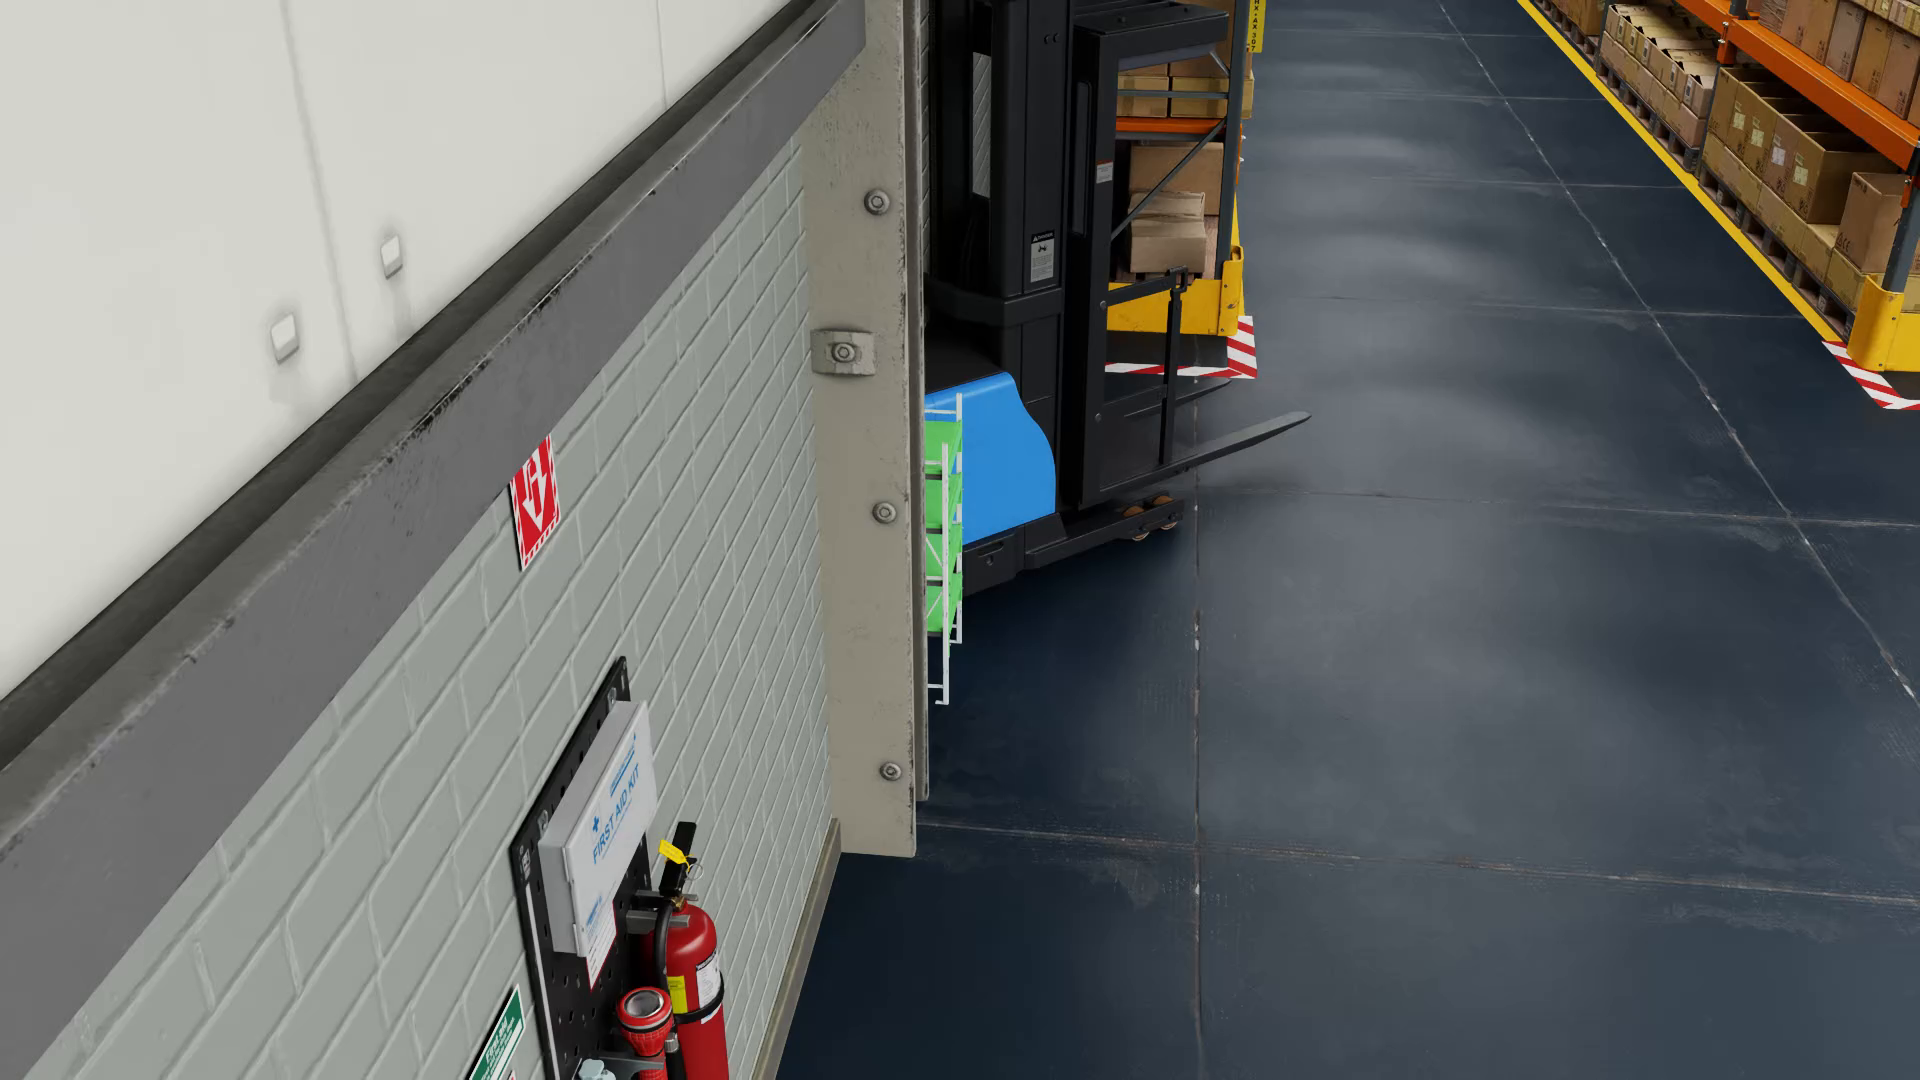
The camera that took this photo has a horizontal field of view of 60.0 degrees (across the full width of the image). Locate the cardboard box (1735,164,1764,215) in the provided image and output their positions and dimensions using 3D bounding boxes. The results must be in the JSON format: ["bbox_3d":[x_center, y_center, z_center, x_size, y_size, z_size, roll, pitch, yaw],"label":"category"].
[{"bbox_3d":[6.127,-2.605,12.379,0.500,0.250,0.500,3,28,6],"label":"cardboard box"}]

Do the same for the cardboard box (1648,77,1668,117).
[{"bbox_3d":[6.507,-3.966,14.906,0.500,0.250,0.500,4,29,7],"label":"cardboard box"}]

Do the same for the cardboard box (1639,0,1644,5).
[{"bbox_3d":[7.506,-5.722,17.880,0.500,0.500,0.500,2,28,4],"label":"cardboard box"}]

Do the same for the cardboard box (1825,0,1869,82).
[{"bbox_3d":[6.384,-3.410,11.312,0.700,0.500,0.500,4,29,8],"label":"cardboard box"}]

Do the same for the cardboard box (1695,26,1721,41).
[{"bbox_3d":[7.166,-4.662,15.606,0.500,0.311,0.500,3,28,6],"label":"cardboard box"}]

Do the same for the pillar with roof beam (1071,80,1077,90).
[{"bbox_3d":[5.446,-8.299,14.168,9.100,9.000,0.400,3,28,6],"label":"pillar with roof beam"}]

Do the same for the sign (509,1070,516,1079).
[{"bbox_3d":[-0.808,1.140,2.934,0.001,0.329,0.234,3,28,6],"label":"sign"}]

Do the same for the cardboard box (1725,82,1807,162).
[{"bbox_3d":[6.197,-3.170,12.637,0.500,0.500,0.500,3,28,6],"label":"cardboard box"}]

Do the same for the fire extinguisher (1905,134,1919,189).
[{"bbox_3d":[5.652,-2.356,9.542,0.296,0.674,0.183,3,28,6],"label":"fire extinguisher"}]

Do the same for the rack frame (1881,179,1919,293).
[{"bbox_3d":[6.127,-2.418,9.576,1.000,3.000,0.127,3,28,6],"label":"rack frame"}]

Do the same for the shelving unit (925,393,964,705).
[{"bbox_3d":[-0.140,0.037,6.917,0.258,1.200,0.503,3,28,6],"label":"shelving unit"}]

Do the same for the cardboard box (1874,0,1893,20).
[{"bbox_3d":[6.112,-3.424,10.655,0.380,0.149,0.250,4,29,8],"label":"cardboard box"}]

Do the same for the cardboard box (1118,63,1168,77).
[{"bbox_3d":[1.057,-3.212,10.395,0.500,0.500,0.500,3,28,6],"label":"cardboard box"}]

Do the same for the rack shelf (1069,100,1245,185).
[{"bbox_3d":[1.456,-3.329,12.026,1.077,0.370,4.000,3,28,6],"label":"rack shelf"}]

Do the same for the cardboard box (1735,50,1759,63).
[{"bbox_3d":[7.044,-4.182,14.714,0.500,0.311,0.500,2,28,5],"label":"cardboard box"}]

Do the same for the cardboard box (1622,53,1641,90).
[{"bbox_3d":[6.634,-4.447,15.799,0.500,0.250,0.500,3,28,5],"label":"cardboard box"}]

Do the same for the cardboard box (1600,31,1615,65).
[{"bbox_3d":[6.752,-4.929,16.693,0.500,0.250,0.500,3,28,6],"label":"cardboard box"}]

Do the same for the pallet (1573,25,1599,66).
[{"bbox_3d":[7.237,-5.306,17.876,1.003,0.211,1.213,3,28,6],"label":"pallet"}]

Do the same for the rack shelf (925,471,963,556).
[{"bbox_3d":[-0.140,-0.118,6.833,0.258,0.148,0.480,3,28,6],"label":"rack shelf"}]

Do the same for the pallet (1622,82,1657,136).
[{"bbox_3d":[6.816,-3.999,15.450,1.003,0.211,1.213,3,28,6],"label":"pallet"}]

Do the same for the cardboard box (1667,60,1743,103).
[{"bbox_3d":[6.440,-3.975,14.331,0.500,0.311,0.500,4,29,8],"label":"cardboard box"}]

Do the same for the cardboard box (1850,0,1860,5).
[{"bbox_3d":[6.173,-3.669,11.109,0.380,0.149,0.250,3,28,5],"label":"cardboard box"}]

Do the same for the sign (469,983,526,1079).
[{"bbox_3d":[-0.799,0.905,2.812,0.001,0.109,0.331,3,28,6],"label":"sign"}]

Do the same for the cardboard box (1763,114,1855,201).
[{"bbox_3d":[6.068,-2.699,11.764,0.500,0.500,0.500,3,28,6],"label":"cardboard box"}]

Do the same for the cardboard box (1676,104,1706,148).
[{"bbox_3d":[6.381,-3.488,14.017,0.500,0.250,0.500,3,28,6],"label":"cardboard box"}]

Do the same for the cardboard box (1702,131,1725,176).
[{"bbox_3d":[6.260,-3.075,13.251,0.500,0.250,0.500,3,28,6],"label":"cardboard box"}]

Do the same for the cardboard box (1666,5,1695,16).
[{"bbox_3d":[7.288,-5.144,16.502,0.500,0.311,0.500,4,29,8],"label":"cardboard box"}]

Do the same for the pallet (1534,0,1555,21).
[{"bbox_3d":[7.536,-6.454,20.008,1.003,0.211,1.213,3,28,6],"label":"pallet"}]

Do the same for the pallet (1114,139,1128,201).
[{"bbox_3d":[1.654,-3.042,13.673,1.003,0.211,1.213,3,28,6],"label":"pallet"}]

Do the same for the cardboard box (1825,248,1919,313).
[{"bbox_3d":[5.900,-1.662,10.629,0.500,0.250,0.500,3,28,6],"label":"cardboard box"}]

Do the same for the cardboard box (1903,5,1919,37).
[{"bbox_3d":[6.047,-3.183,10.205,0.380,0.149,0.250,3,28,5],"label":"cardboard box"}]

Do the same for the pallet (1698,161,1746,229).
[{"bbox_3d":[6.479,-2.702,13.042,1.003,0.211,1.213,3,28,6],"label":"pallet"}]

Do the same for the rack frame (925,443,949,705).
[{"bbox_3d":[-0.168,0.152,6.704,0.240,1.200,0.015,3,28,6],"label":"rack frame"}]

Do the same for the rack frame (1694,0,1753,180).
[{"bbox_3d":[6.618,-4.301,13.071,1.000,3.000,0.127,3,28,6],"label":"rack frame"}]

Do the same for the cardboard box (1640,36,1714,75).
[{"bbox_3d":[6.569,-4.446,15.205,0.500,0.311,0.500,3,28,6],"label":"cardboard box"}]

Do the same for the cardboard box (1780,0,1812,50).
[{"bbox_3d":[6.511,-3.887,12.198,0.700,0.500,0.500,3,28,6],"label":"cardboard box"}]

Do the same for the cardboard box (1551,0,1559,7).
[{"bbox_3d":[7.174,-6.460,19.250,0.500,0.500,0.500,4,29,7],"label":"cardboard box"}]

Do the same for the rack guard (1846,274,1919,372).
[{"bbox_3d":[6.125,-1.307,10.148,1.175,0.500,0.348,3,28,6],"label":"rack guard"}]

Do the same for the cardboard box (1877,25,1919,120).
[{"bbox_3d":[6.257,-2.929,10.418,0.700,0.500,0.500,4,29,8],"label":"cardboard box"}]

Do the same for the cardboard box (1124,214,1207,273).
[{"bbox_3d":[1.385,-2.035,11.236,0.500,0.311,0.500,0,28,0],"label":"cardboard box"}]

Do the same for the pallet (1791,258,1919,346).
[{"bbox_3d":[6.180,-1.553,10.910,1.003,0.211,1.213,3,28,6],"label":"pallet"}]

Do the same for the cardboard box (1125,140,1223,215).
[{"bbox_3d":[1.594,-2.729,12.324,0.700,0.500,0.500,2,28,3],"label":"cardboard box"}]

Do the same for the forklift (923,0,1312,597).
[{"bbox_3d":[0.503,-1.469,7.887,3.031,2.935,1.130,-20,34,-32],"label":"forklift"}]

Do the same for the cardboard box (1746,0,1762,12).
[{"bbox_3d":[6.635,-4.470,13.542,0.500,0.250,0.500,5,29,9],"label":"cardboard box"}]

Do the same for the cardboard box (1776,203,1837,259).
[{"bbox_3d":[6.009,-2.134,11.505,0.500,0.250,0.500,3,28,6],"label":"cardboard box"}]

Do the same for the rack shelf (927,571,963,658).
[{"bbox_3d":[-0.140,0.304,7.061,0.258,0.148,0.480,3,28,6],"label":"rack shelf"}]

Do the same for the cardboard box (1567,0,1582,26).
[{"bbox_3d":[7.053,-5.975,18.349,0.500,0.500,0.500,2,28,4],"label":"cardboard box"}]

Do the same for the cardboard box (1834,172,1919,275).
[{"bbox_3d":[5.898,-1.993,10.452,0.500,0.500,0.500,3,28,6],"label":"cardboard box"}]

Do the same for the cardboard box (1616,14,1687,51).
[{"bbox_3d":[6.696,-4.928,16.100,0.500,0.311,0.500,3,28,5],"label":"cardboard box"}]
